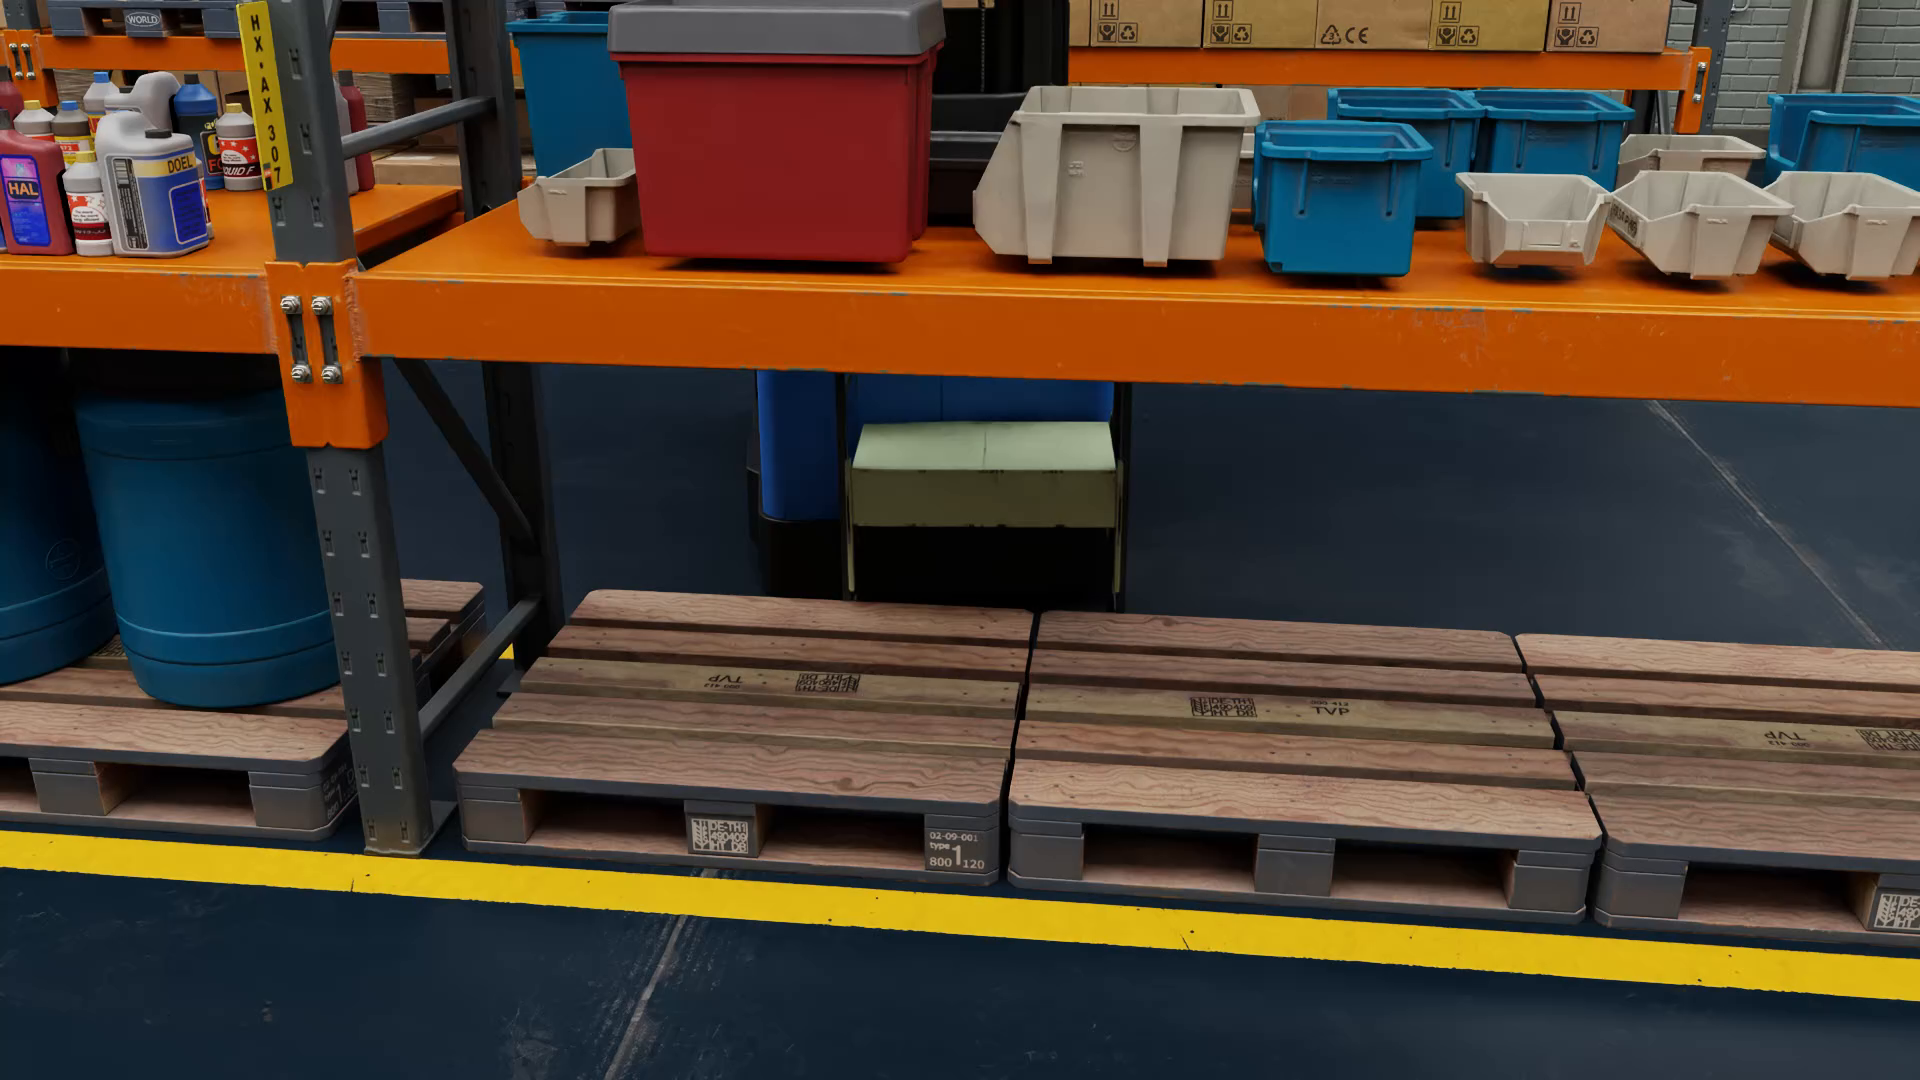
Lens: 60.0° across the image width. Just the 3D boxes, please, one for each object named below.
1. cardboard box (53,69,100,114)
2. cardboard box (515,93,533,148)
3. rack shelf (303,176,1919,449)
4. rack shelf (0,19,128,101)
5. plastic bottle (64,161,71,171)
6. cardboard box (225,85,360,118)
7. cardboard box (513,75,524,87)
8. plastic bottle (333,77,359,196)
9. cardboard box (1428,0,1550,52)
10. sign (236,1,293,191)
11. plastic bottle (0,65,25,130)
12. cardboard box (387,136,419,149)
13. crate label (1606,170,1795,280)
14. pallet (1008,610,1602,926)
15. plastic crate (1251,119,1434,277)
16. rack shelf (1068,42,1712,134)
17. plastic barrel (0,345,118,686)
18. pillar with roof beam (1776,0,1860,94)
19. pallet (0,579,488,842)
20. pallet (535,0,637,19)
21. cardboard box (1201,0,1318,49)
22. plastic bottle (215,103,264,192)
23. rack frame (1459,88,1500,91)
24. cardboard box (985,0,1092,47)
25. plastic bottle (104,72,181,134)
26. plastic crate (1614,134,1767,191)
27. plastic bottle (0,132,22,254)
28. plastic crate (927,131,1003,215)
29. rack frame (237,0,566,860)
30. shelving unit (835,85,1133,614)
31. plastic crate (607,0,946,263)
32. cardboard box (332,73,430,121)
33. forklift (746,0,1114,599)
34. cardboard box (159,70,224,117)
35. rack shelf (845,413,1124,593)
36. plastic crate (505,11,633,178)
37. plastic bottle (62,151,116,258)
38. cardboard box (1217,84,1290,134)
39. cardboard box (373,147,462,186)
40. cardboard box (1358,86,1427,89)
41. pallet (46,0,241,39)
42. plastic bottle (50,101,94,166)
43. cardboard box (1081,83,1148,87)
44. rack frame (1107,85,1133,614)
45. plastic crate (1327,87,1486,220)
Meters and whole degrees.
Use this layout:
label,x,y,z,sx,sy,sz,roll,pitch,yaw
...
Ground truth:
label,x,y,z,sx,sy,sz,roll,pitch,yaw
cardboard box,-7.239,-3.856,13.916,0.500,0.500,0.700,3,22,8
cardboard box,-2.052,-2.229,8.780,0.500,0.250,0.500,3,22,6
rack shelf,0.792,-0.456,3.491,4.000,0.370,1.077,2,22,6
rack shelf,-6.566,-2.610,8.940,4.000,0.370,1.077,2,22,6
plastic bottle,-1.867,-0.706,3.417,0.097,0.201,0.097,0,22,0
cardboard box,-3.567,-2.293,8.942,0.500,0.250,0.500,3,22,8
cardboard box,-3.285,-3.783,13.281,0.750,0.750,0.750,2,22,6
plastic bottle,-1.545,-0.989,3.929,0.185,0.351,0.144,2,22,6
cardboard box,2.373,-2.500,7.547,0.500,0.500,0.500,3,22,7
sign,-1.260,-0.805,3.019,0.005,0.325,0.100,2,22,6
plastic bottle,-2.390,-1.033,4.130,0.133,0.283,0.061,2,22,6
cardboard box,-3.109,-1.923,9.025,0.500,0.500,0.500,2,22,4
crate label,1.382,-0.599,3.152,0.243,0.136,0.396,2,22,6
pallet,0.756,0.490,3.914,1.213,0.211,1.003,2,22,6
plastic crate,0.709,-0.649,3.147,0.300,0.233,0.416,2,22,6
rack shelf,1.379,-2.264,8.065,4.000,0.370,1.077,2,22,6
plastic barrel,-2.435,-0.157,4.039,0.708,0.901,0.600,2,22,6
pillar with roof beam,6.221,-5.738,7.714,0.400,9.000,9.100,2,22,6
pallet,-1.955,0.371,4.213,1.213,0.211,1.003,2,22,6
pallet,-1.388,-2.670,8.375,1.213,0.211,1.003,2,22,6
cardboard box,1.377,-2.545,7.662,0.500,0.500,0.500,2,22,6
plastic bottle,-1.757,-0.960,4.059,0.097,0.201,0.097,0,22,0
rack frame,3.944,-4.321,12.289,0.127,3.000,1.000,2,22,6
cardboard box,0.376,-2.589,7.773,0.500,0.500,0.500,3,22,7
plastic bottle,-1.972,-0.994,4.043,0.135,0.276,0.152,2,22,6
plastic crate,1.589,-0.813,3.694,0.298,0.136,0.250,2,22,6
plastic bottle,-1.986,-0.734,3.385,0.135,0.276,0.152,2,22,6
plastic crate,-0.051,-0.826,3.743,0.590,0.125,0.437,2,22,6
rack frame,-1.194,-0.877,3.578,0.127,3.000,1.000,2,22,6
shelving unit,0.066,-0.411,4.421,0.755,1.500,0.431,0,22,2
plastic crate,-0.337,-0.804,3.225,0.583,0.464,0.402,2,22,6
cardboard box,-4.721,-3.721,13.574,0.500,0.500,0.700,3,22,7
forklift,-0.210,-1.693,5.736,1.130,2.935,3.031,-2,22,-6
cardboard box,-6.219,-3.815,13.812,0.500,0.500,0.700,3,22,7
rack shelf,0.069,-0.110,4.544,0.720,0.370,0.431,0,22,2
plastic crate,-0.690,-1.002,3.833,0.575,0.384,0.392,2,22,6
plastic bottle,-1.742,-0.678,3.346,0.097,0.201,0.097,0,22,0
cardboard box,2.241,-3.390,12.765,0.500,0.500,0.700,2,22,5
cardboard box,-2.624,-1.711,8.490,0.500,0.500,0.500,2,22,4
cardboard box,3.237,-3.347,12.656,0.500,0.500,0.700,2,22,6
pallet,-3.898,-2.765,8.615,1.003,0.211,1.213,2,22,6
plastic bottle,-2.181,-0.979,4.105,0.097,0.201,0.097,0,22,0
cardboard box,1.201,-3.434,12.874,0.500,0.500,0.700,2,22,6
rack frame,0.432,-0.409,4.410,0.023,1.500,0.400,0,22,2
plastic crate,0.966,-0.855,3.668,0.300,0.233,0.416,2,22,6
